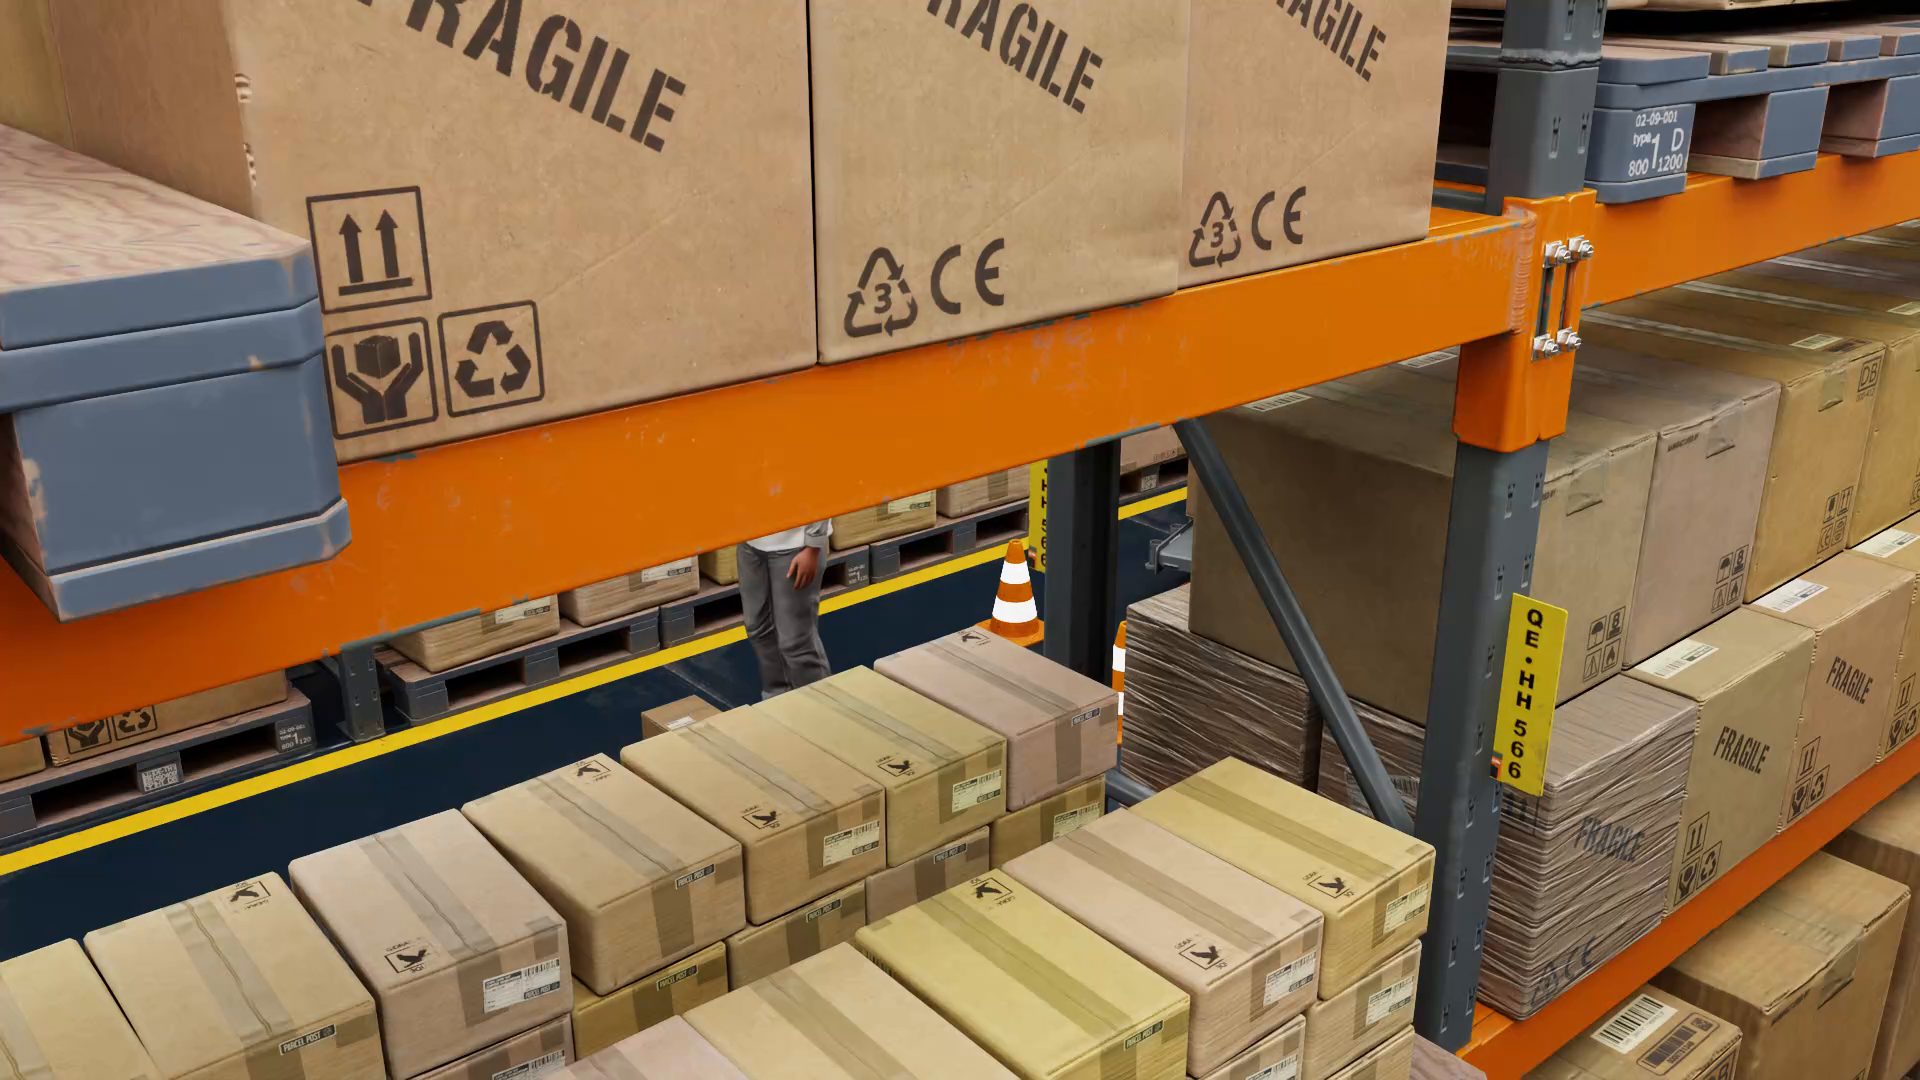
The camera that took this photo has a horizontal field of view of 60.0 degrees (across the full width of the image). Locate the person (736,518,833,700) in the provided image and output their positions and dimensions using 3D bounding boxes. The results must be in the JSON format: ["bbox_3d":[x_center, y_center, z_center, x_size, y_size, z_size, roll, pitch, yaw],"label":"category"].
[{"bbox_3d":[-0.704,-0.004,6.597,0.359,1.789,0.532,-16,26,-36],"label":"person"}]
